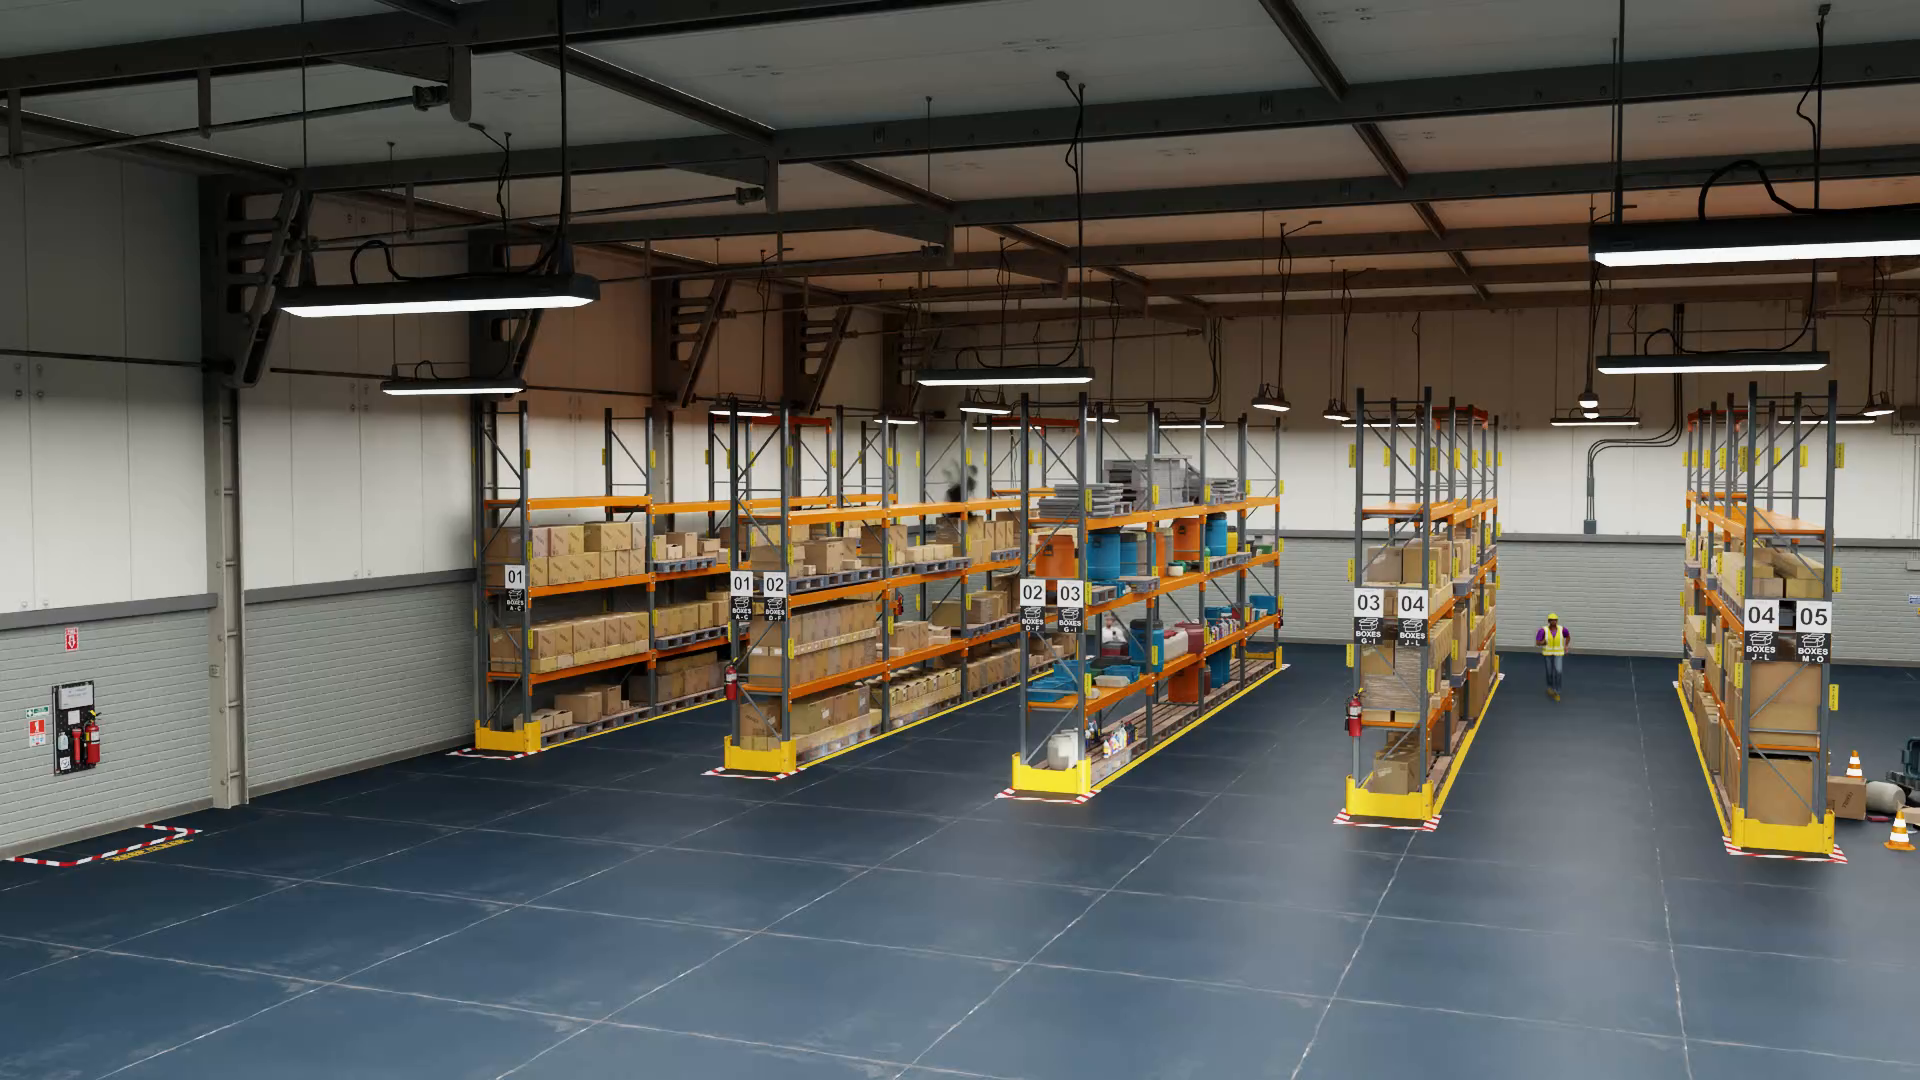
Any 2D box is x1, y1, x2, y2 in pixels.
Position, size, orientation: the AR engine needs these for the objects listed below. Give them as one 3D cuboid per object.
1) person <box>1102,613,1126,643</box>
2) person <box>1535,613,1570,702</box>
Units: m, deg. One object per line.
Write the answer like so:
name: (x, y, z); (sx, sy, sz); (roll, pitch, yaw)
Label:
person: (2.947, 2.278, 32.946); (0.611, 1.661, 0.506); (1, 3, 18)
person: (12.337, 2.433, 34.624); (0.681, 1.824, 0.830); (1, 3, 19)
